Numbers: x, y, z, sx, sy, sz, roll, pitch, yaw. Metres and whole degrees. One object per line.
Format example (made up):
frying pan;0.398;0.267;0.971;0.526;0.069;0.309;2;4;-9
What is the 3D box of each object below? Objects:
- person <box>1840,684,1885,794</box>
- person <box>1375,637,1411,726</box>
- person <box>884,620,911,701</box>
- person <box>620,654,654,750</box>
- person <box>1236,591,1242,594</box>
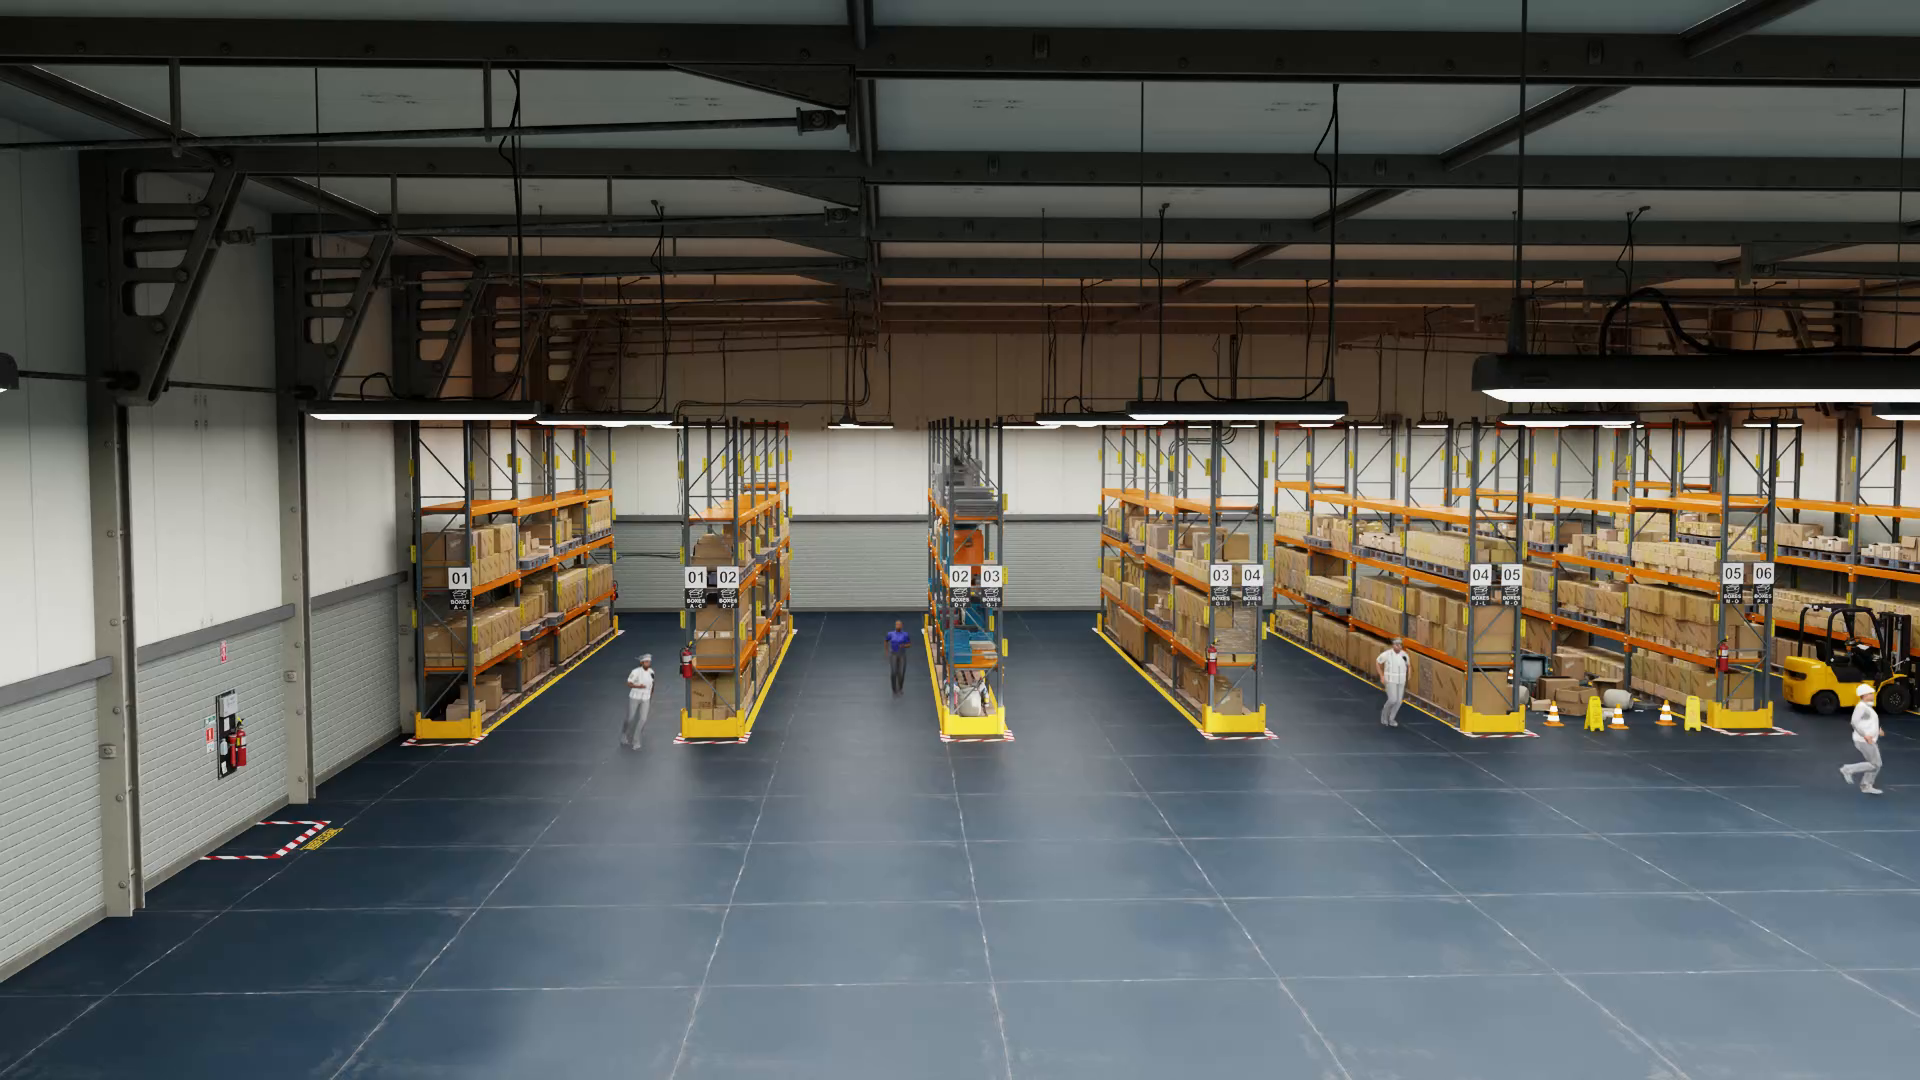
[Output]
person;14.287;3.143;26.302;0.597;1.728;0.671;3;5;34
person;8.467;2.748;32.259;0.667;1.752;0.621;-1;4;-14
person;-1.329;2.566;35.709;0.547;1.718;0.761;-1;4;-10
person;-5.811;2.914;30.287;0.614;1.689;0.847;-2;4;-28
person;8.153;1.697;48.806;0.938;1.678;0.864;0;4;-5
